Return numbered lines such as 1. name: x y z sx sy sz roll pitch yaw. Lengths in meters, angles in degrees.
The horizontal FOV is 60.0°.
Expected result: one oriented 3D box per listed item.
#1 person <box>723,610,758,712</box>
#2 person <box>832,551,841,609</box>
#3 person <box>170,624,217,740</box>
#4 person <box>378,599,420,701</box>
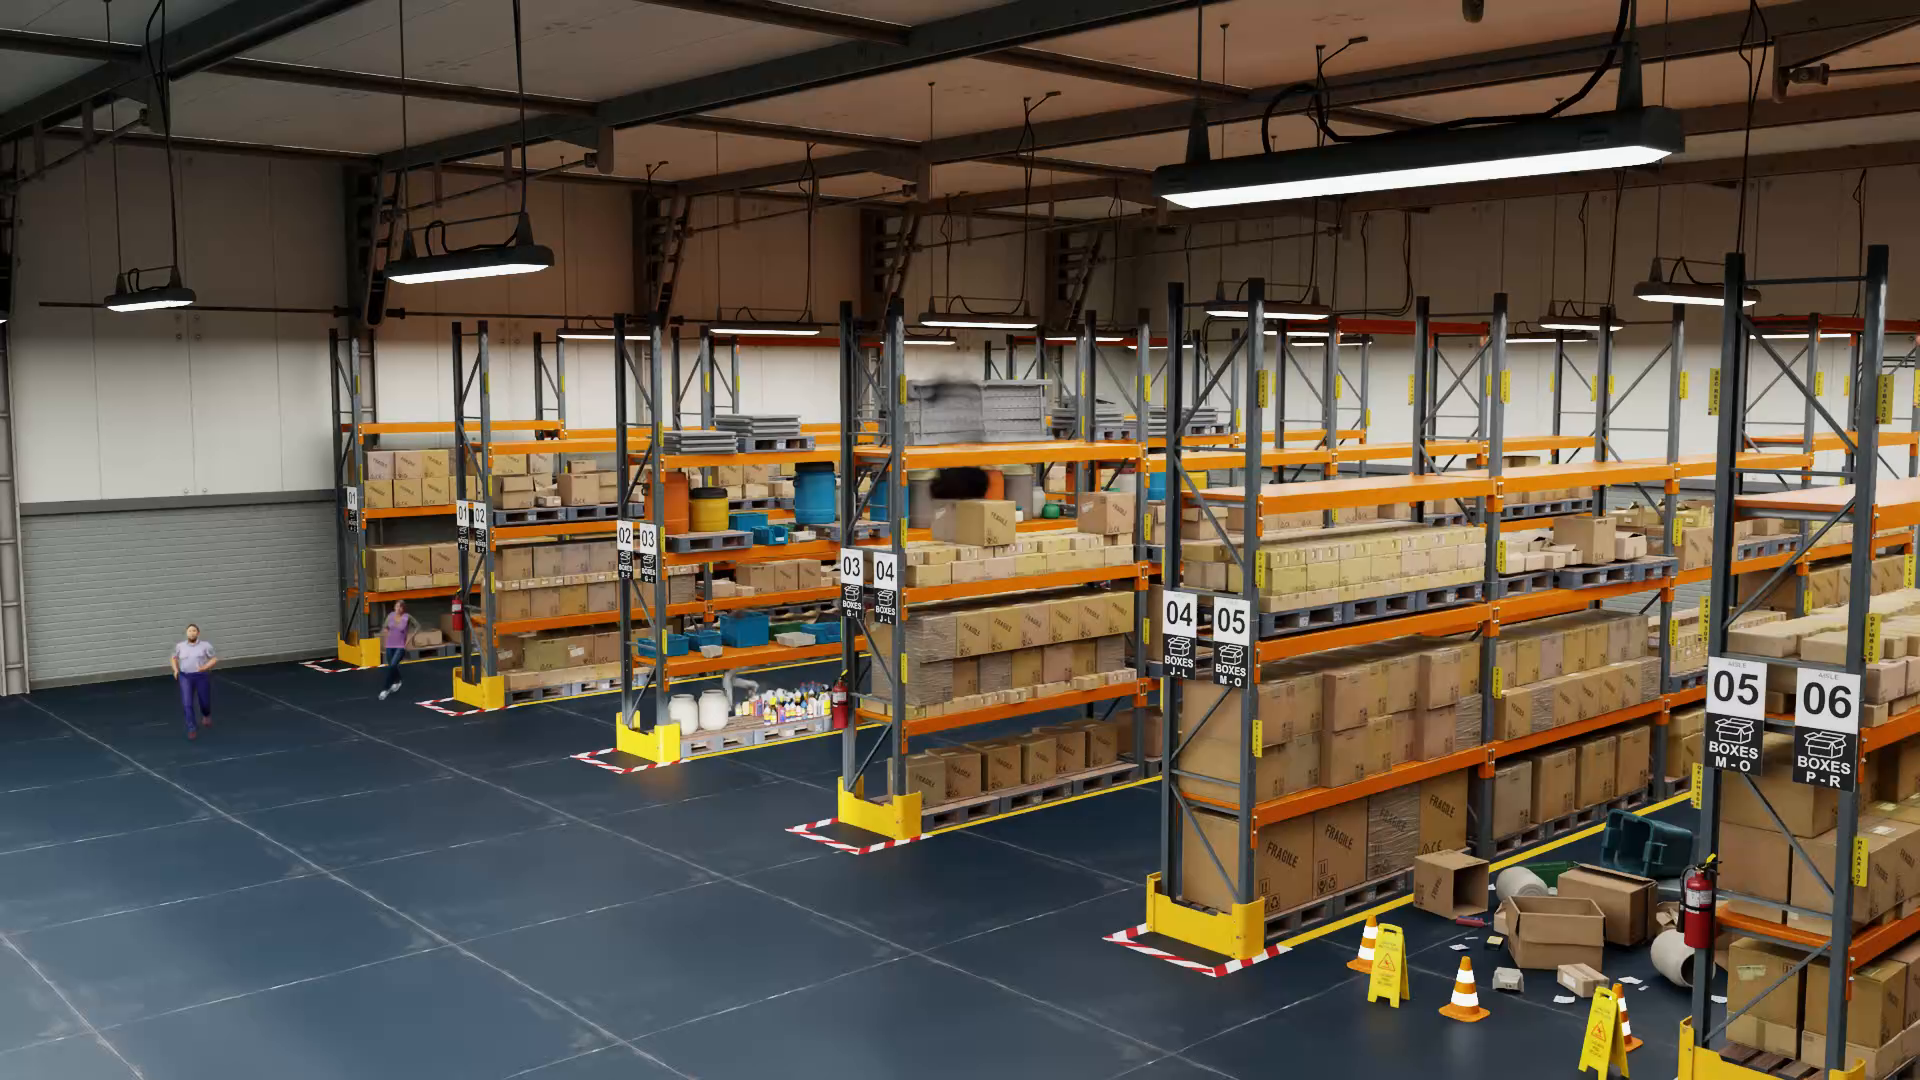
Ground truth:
1. person: -3.443 1.874 25.601 0.711 1.573 0.537 -4 7 -34
2. person: -2.384 1.023 33.632 0.623 1.680 0.765 6 8 44
3. person: -10.996 2.008 23.873 0.618 1.607 0.768 -2 6 -19
4. person: -9.016 1.742 26.735 0.563 1.603 0.702 1 6 11
